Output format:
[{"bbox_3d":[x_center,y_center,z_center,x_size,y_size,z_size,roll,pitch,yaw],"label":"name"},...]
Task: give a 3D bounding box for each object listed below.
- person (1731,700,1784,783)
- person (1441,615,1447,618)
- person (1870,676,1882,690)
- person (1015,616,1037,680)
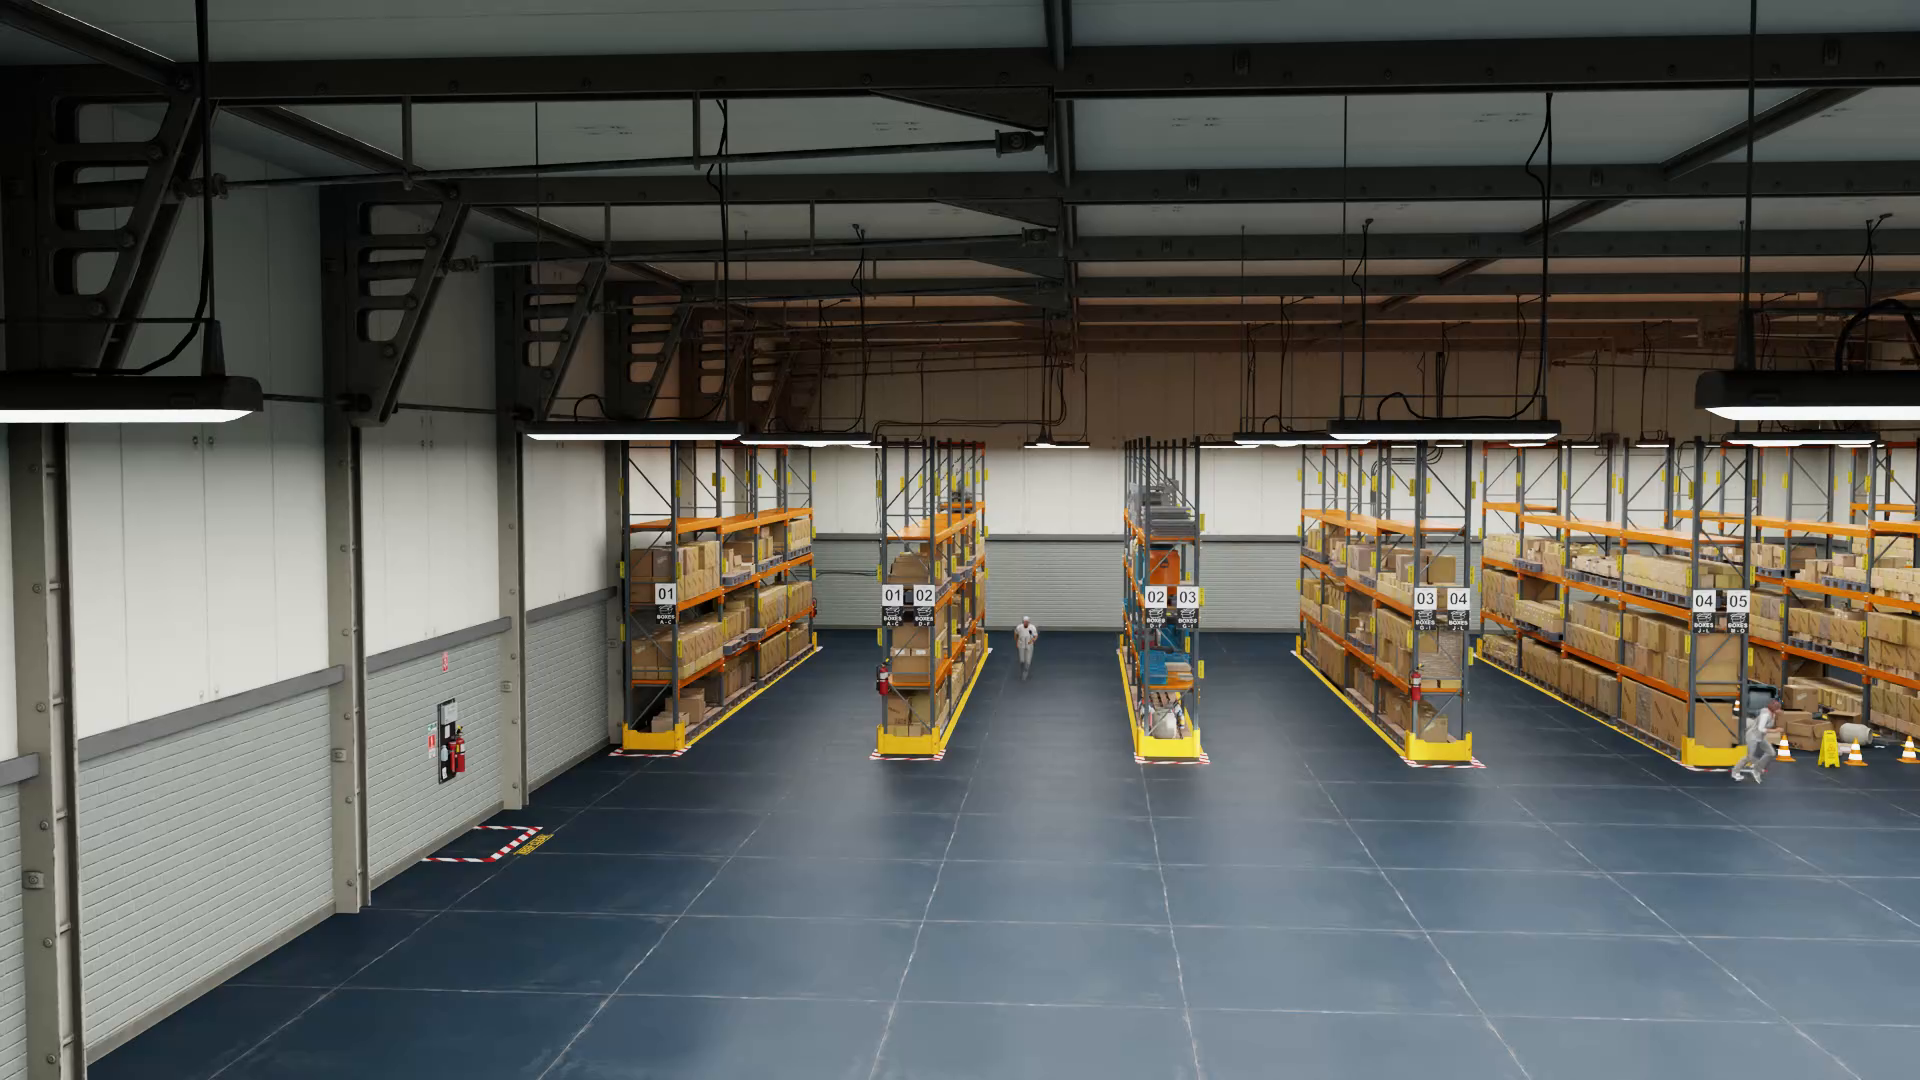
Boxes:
[{"bbox_3d":[13.755,3.461,28.622,0.576,1.453,0.891,-3,4,-42],"label":"person"},{"bbox_3d":[13.558,2.394,46.638,0.579,1.572,0.498,2,4,37],"label":"person"},{"bbox_3d":[21.106,2.827,38.235,0.672,1.790,0.814,0,3,-5],"label":"person"},{"bbox_3d":[1.652,2.699,41.568,0.561,1.607,0.562,0,3,-1],"label":"person"}]
